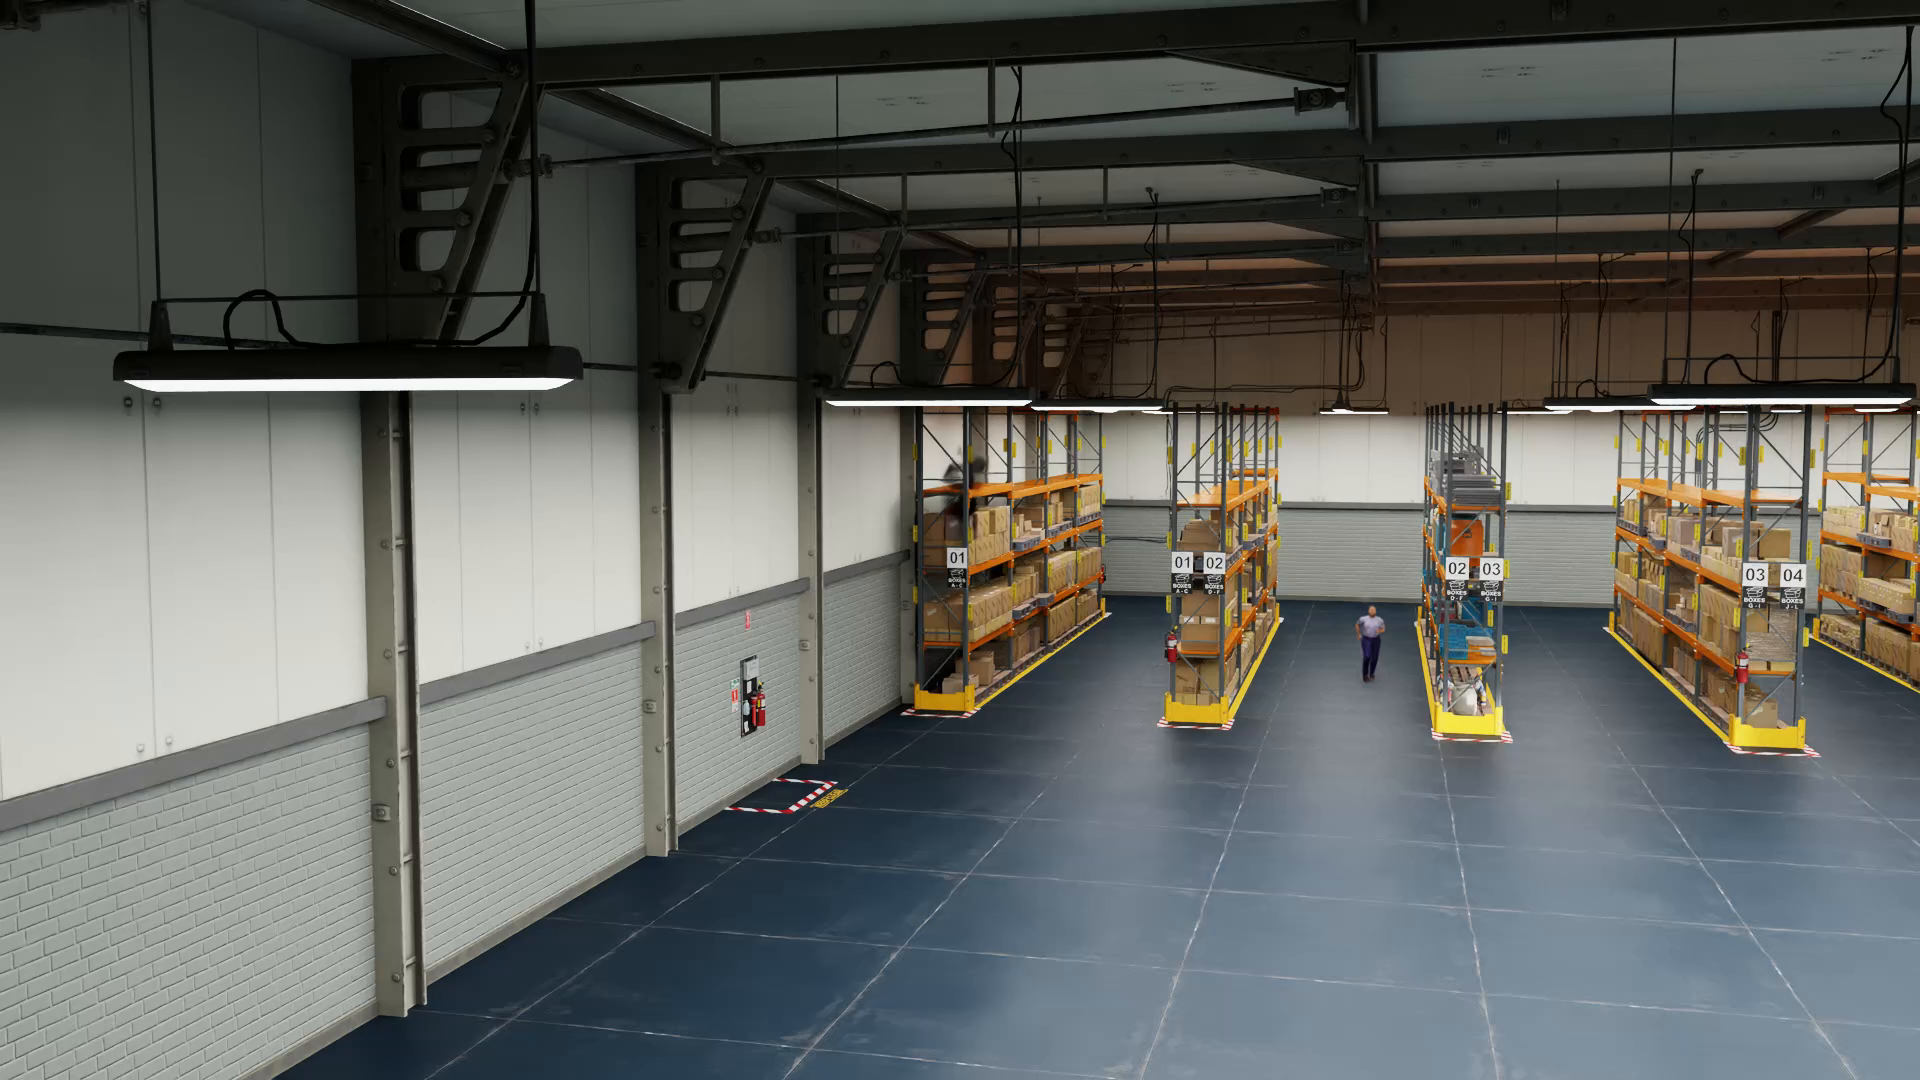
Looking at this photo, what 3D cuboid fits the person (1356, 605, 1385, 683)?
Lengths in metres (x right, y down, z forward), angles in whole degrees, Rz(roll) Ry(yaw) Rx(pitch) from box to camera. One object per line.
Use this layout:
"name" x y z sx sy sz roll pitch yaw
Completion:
"person" 8.903 2.253 36.009 0.575 1.689 0.699 0 4 1

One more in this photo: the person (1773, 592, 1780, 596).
"person" 21.872 1.597 44.370 0.666 1.721 0.681 0 4 5
